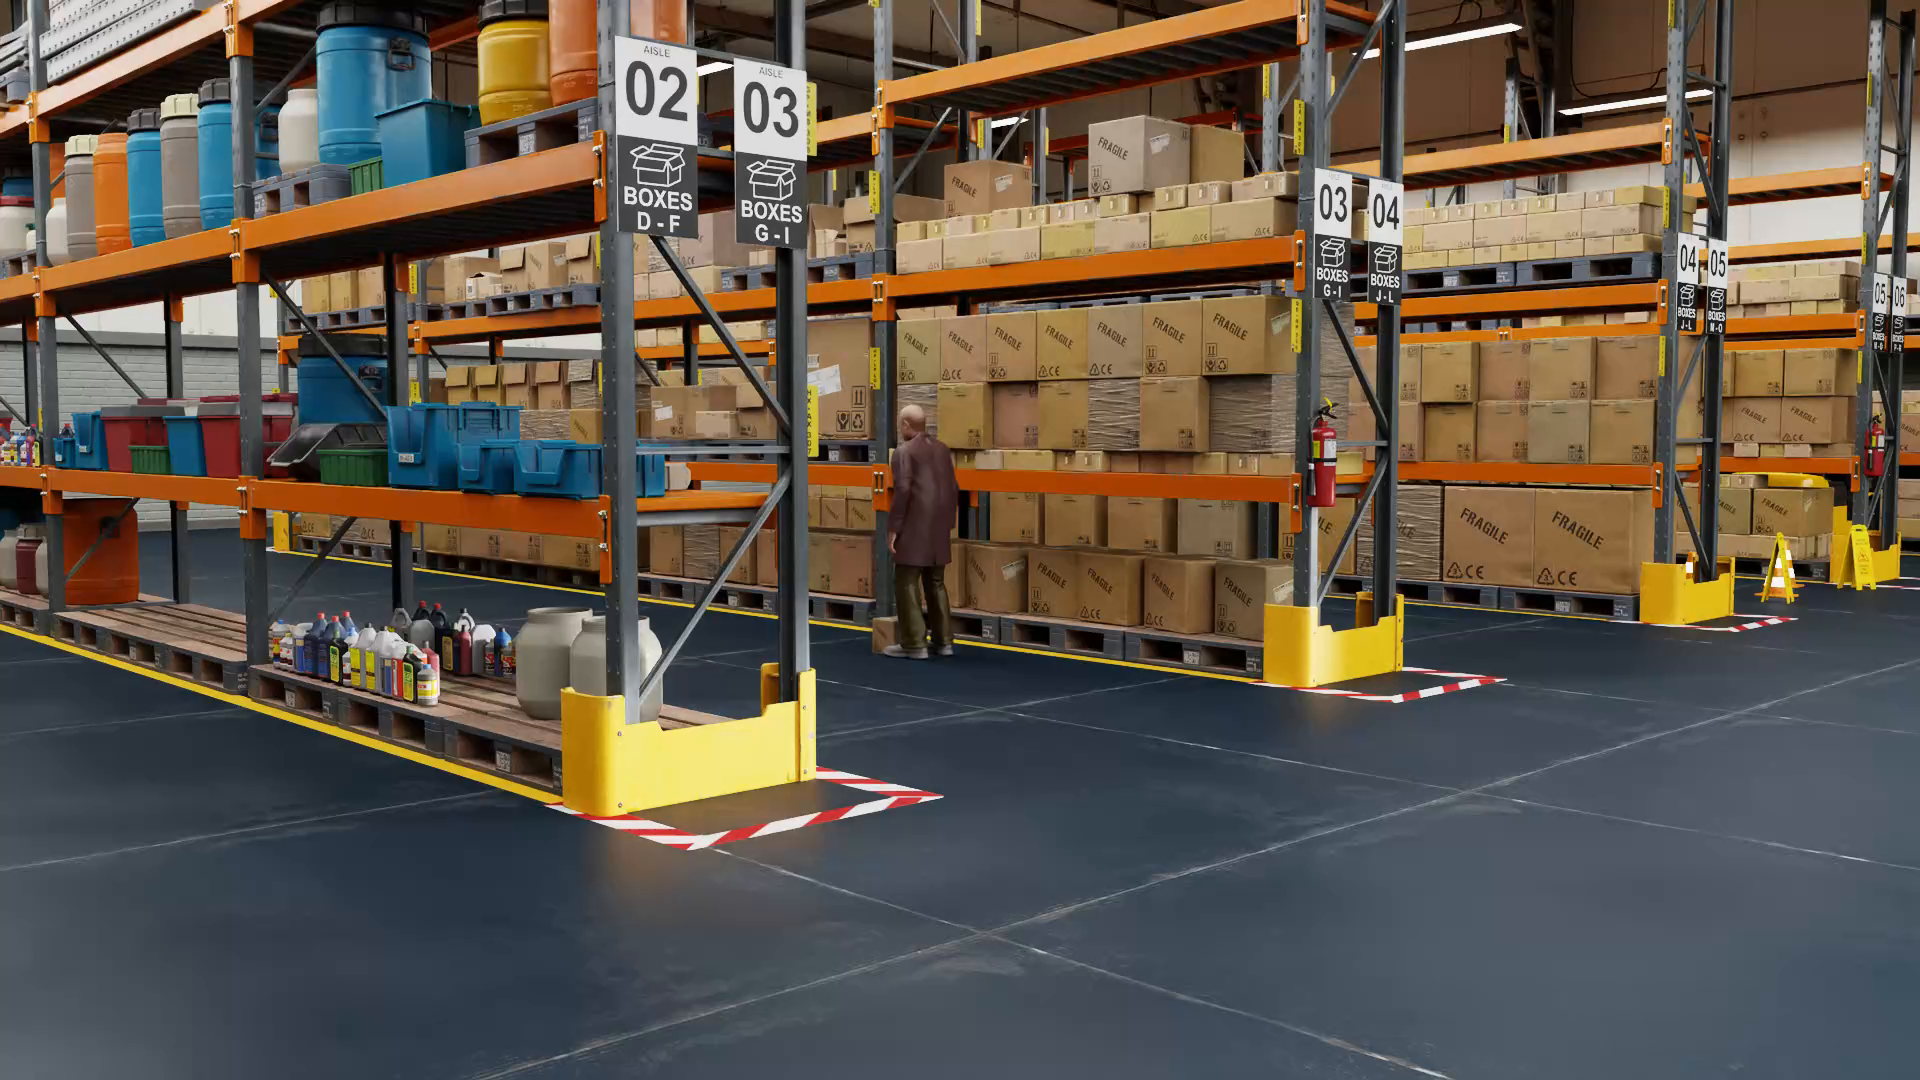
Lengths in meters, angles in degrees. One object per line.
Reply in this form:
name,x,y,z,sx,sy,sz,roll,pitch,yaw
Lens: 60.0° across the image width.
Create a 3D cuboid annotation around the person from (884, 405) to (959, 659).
person,-0.280,-0.062,11.678,0.428,1.772,0.642,4,5,44
